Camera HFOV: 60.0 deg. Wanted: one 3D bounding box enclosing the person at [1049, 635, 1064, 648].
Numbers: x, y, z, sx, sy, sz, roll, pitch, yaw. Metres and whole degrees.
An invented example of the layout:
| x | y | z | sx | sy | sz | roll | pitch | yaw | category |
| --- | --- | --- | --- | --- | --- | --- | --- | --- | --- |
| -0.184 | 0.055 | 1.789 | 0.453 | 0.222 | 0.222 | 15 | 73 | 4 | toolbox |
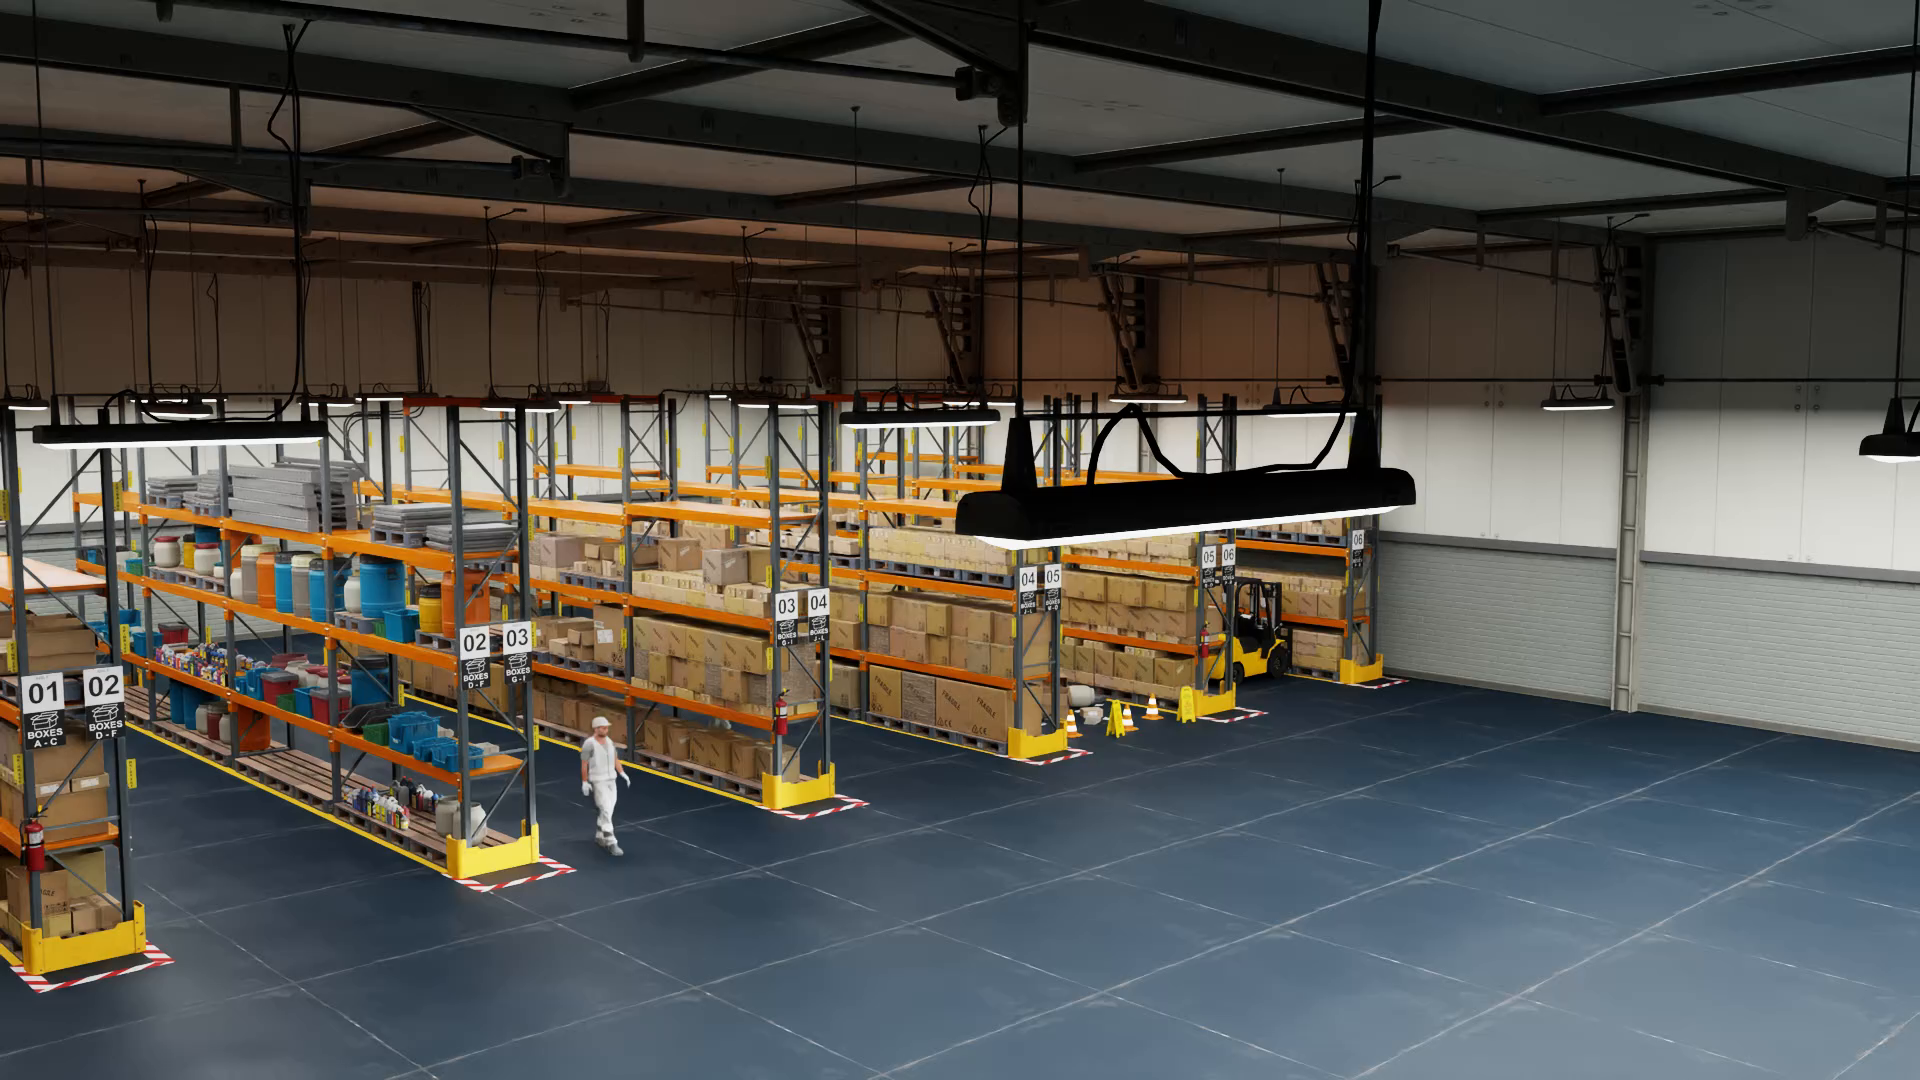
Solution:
| x | y | z | sx | sy | sz | roll | pitch | yaw | category |
| --- | --- | --- | --- | --- | --- | --- | --- | --- | --- |
| 2.175 | 1.755 | 38.822 | 0.608 | 1.773 | 0.546 | 4 | 7 | 35 | person |

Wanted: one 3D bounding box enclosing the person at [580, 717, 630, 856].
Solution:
| x | y | z | sx | sy | sz | roll | pitch | yaw | category |
| --- | --- | --- | --- | --- | --- | --- | --- | --- | --- |
| -4.706 | 3.292 | 22.417 | 0.761 | 1.792 | 0.553 | 4 | 7 | 35 | person |

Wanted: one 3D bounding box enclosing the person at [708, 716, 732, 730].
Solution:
| x | y | z | sx | sy | sz | roll | pitch | yaw | category |
| --- | --- | --- | --- | --- | --- | --- | --- | --- | --- |
| -4.127 | 2.684 | 29.142 | 0.964 | 1.620 | 0.456 | 4 | 7 | 35 | person |
